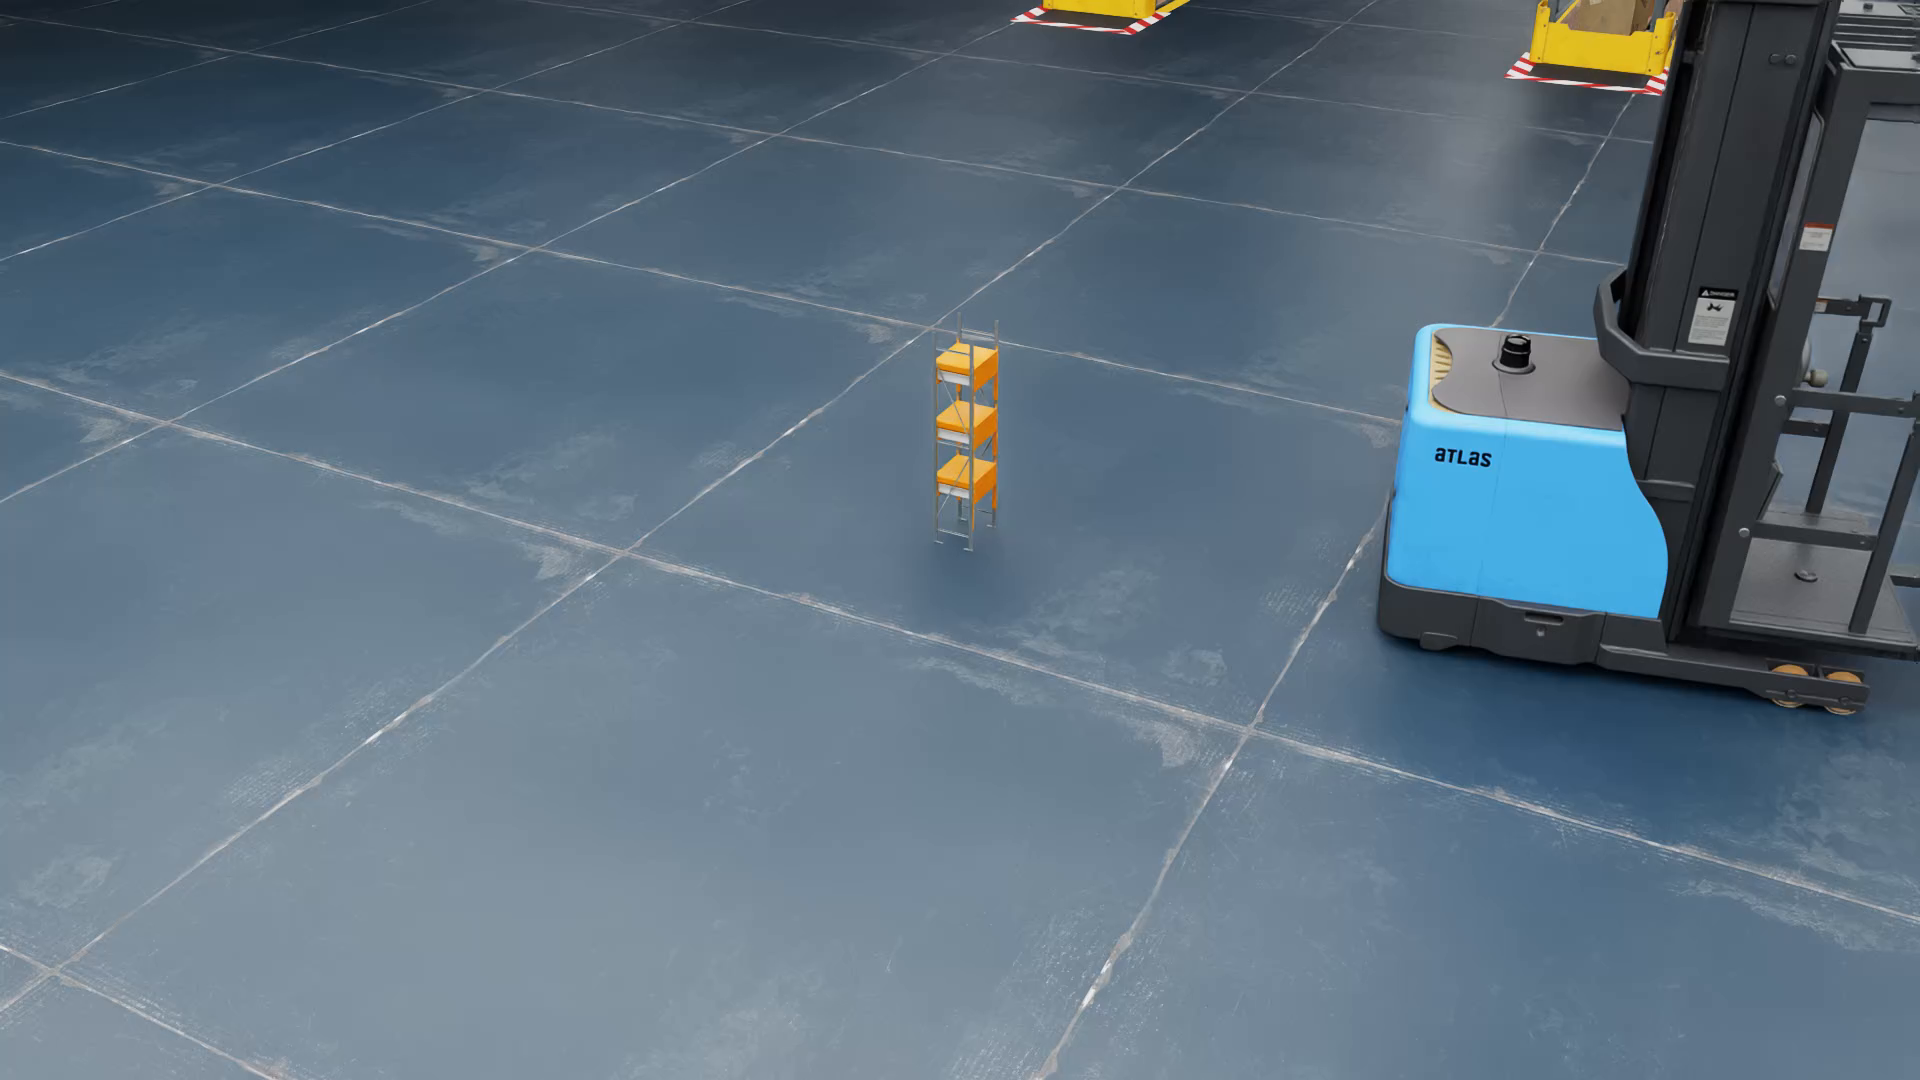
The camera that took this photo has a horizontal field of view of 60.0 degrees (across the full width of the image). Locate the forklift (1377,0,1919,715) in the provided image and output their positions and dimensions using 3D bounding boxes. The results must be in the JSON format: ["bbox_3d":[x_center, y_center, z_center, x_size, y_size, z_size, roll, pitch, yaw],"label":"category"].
[{"bbox_3d":[3.329,-0.877,6.334,3.031,2.935,1.130,8,31,13],"label":"forklift"}]

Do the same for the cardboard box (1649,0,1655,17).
[{"bbox_3d":[6.407,-5.322,16.095,0.500,0.500,0.500,24,38,36],"label":"cardboard box"}]

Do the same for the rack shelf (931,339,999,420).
[{"bbox_3d":[0.024,-0.716,7.394,0.215,0.259,0.240,14,33,23],"label":"rack shelf"}]

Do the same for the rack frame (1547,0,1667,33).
[{"bbox_3d":[5.866,-5.678,14.626,1.000,3.000,0.127,14,33,23],"label":"rack frame"}]

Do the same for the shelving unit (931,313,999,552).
[{"bbox_3d":[0.024,-0.479,7.530,0.215,1.050,0.252,14,33,23],"label":"shelving unit"}]

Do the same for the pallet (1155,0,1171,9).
[{"bbox_3d":[1.824,-5.996,17.980,1.003,0.211,1.213,14,33,23],"label":"pallet"}]

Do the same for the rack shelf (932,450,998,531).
[{"bbox_3d":[0.024,-0.229,7.674,0.215,0.259,0.240,14,33,23],"label":"rack shelf"}]

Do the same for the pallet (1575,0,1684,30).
[{"bbox_3d":[6.859,-5.394,16.931,1.003,0.211,1.213,14,33,23],"label":"pallet"}]

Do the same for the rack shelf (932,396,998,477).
[{"bbox_3d":[0.024,-0.470,7.535,0.215,0.259,0.240,14,33,23],"label":"rack shelf"}]

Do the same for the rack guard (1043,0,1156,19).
[{"bbox_3d":[1.449,-5.762,17.283,1.175,0.500,0.348,14,33,23],"label":"rack guard"}]

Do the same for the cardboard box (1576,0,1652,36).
[{"bbox_3d":[6.165,-5.050,15.620,0.500,0.500,0.500,21,36,32],"label":"cardboard box"}]

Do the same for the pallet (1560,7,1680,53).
[{"bbox_3d":[6.302,-4.855,15.993,1.003,0.211,1.213,14,33,23],"label":"pallet"}]

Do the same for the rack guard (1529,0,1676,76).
[{"bbox_3d":[5.900,-4.628,15.307,1.175,0.500,0.348,14,33,23],"label":"rack guard"}]

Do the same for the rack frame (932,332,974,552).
[{"bbox_3d":[-0.031,-0.425,7.436,0.200,1.050,0.008,14,33,23],"label":"rack frame"}]

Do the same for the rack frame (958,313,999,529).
[{"bbox_3d":[0.080,-0.533,7.624,0.200,1.050,0.008,14,33,23],"label":"rack frame"}]
